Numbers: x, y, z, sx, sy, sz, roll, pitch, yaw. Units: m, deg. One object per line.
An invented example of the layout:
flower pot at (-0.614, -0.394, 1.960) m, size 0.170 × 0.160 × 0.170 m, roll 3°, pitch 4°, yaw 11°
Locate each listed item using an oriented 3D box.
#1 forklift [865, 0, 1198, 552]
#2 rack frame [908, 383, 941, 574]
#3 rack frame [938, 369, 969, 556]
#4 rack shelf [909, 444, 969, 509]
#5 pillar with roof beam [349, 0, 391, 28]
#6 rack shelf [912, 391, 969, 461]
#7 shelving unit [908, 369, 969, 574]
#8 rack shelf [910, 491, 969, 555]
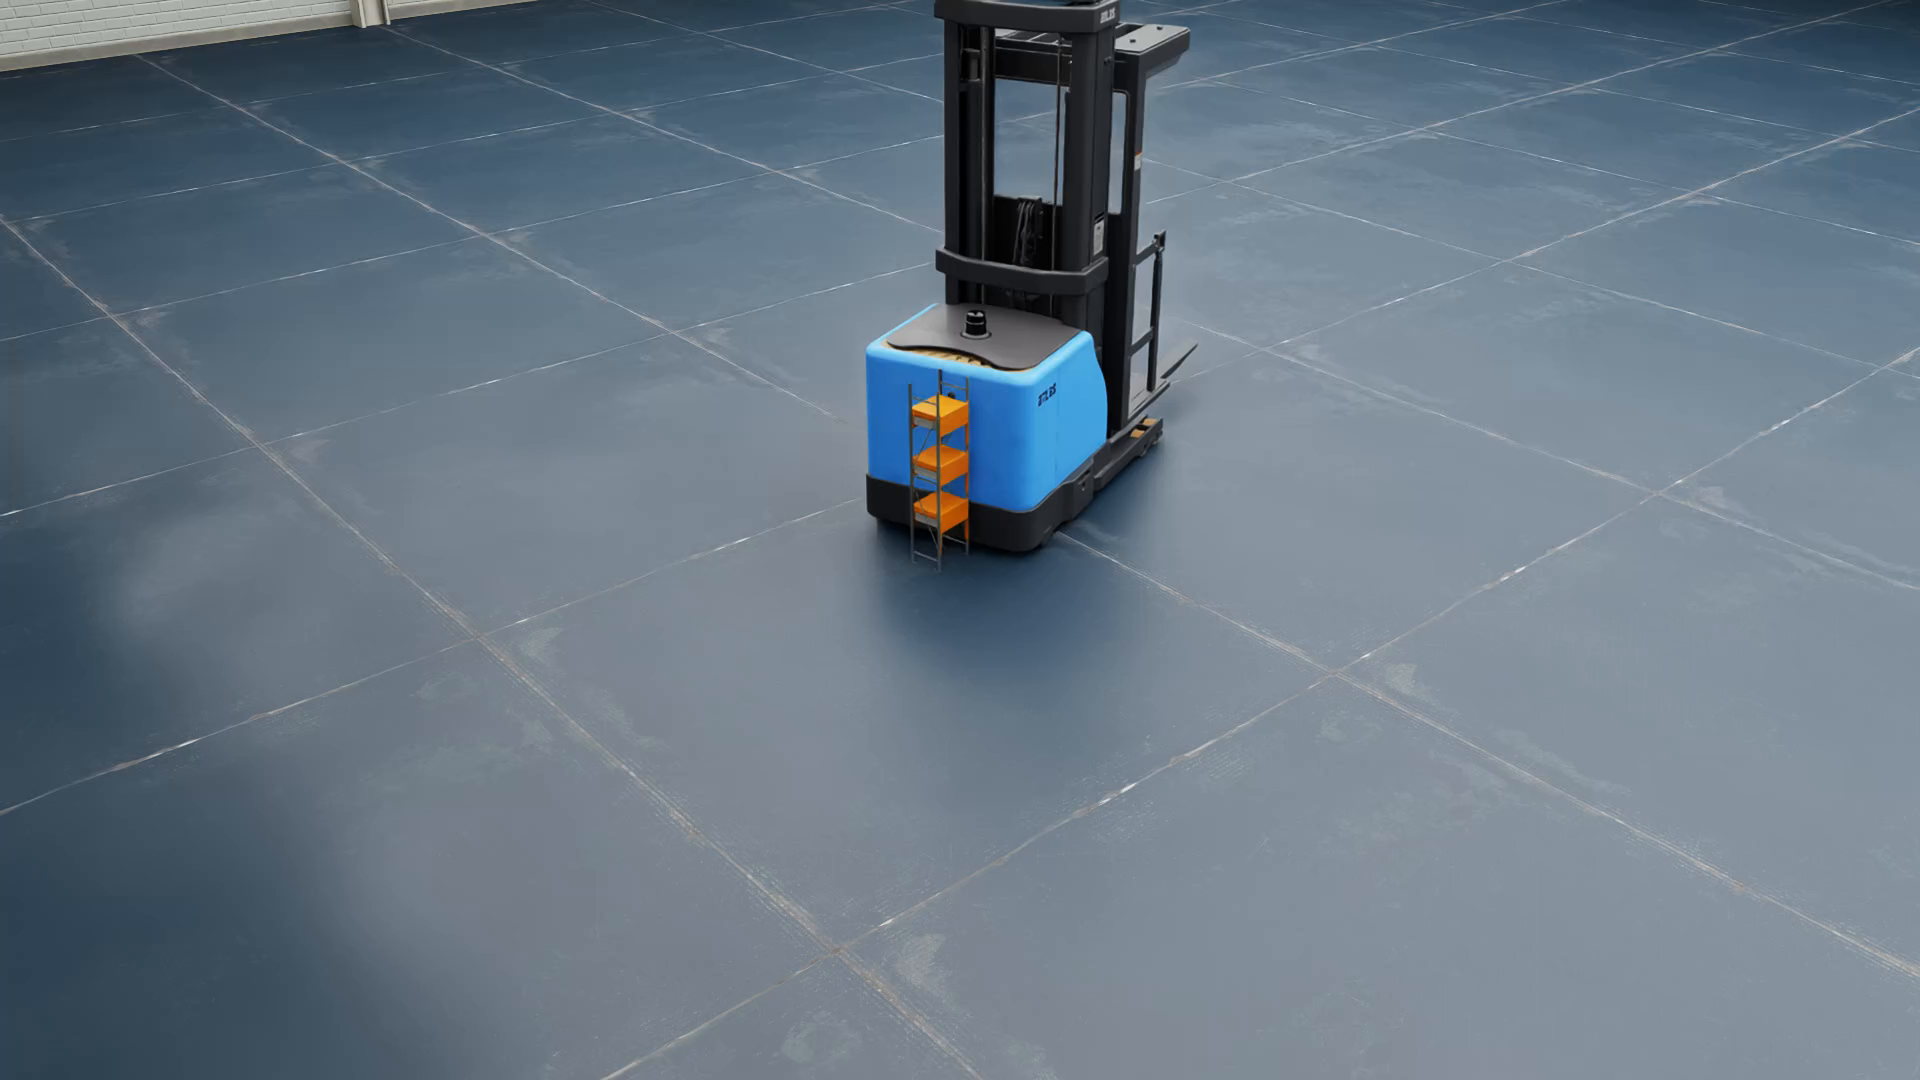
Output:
forklift at (0.612, -1.894, 9.684) m, size 1.130 × 2.935 × 3.031 m, roll 14°, pitch 31°, yaw 24°
rack frame at (-0.184, -0.312, 8.721) m, size 0.200 × 1.050 × 0.008 m, roll 20°, pitch 34°, yaw 33°
rack frame at (-0.034, -0.403, 8.890) m, size 0.200 × 1.050 × 0.008 m, roll 20°, pitch 34°, yaw 33°
rack shelf at (-0.109, -0.348, 8.811) m, size 0.215 × 0.259 × 0.240 m, roll 20°, pitch 34°, yaw 33°
pillar with roof beam at (-5.004, -9.263, 17.036) m, size 0.400 × 9.000 × 9.100 m, roll -22°, pitch 35°, yaw -35°
rack shelf at (-0.109, -0.599, 8.677) m, size 0.215 × 0.259 × 0.240 m, roll 20°, pitch 34°, yaw 33°
shelving unit at (-0.109, -0.358, 8.806) m, size 0.215 × 1.050 × 0.252 m, roll 20°, pitch 34°, yaw 33°
rack shelf at (-0.109, -0.103, 8.942) m, size 0.215 × 0.259 × 0.240 m, roll 20°, pitch 34°, yaw 33°
